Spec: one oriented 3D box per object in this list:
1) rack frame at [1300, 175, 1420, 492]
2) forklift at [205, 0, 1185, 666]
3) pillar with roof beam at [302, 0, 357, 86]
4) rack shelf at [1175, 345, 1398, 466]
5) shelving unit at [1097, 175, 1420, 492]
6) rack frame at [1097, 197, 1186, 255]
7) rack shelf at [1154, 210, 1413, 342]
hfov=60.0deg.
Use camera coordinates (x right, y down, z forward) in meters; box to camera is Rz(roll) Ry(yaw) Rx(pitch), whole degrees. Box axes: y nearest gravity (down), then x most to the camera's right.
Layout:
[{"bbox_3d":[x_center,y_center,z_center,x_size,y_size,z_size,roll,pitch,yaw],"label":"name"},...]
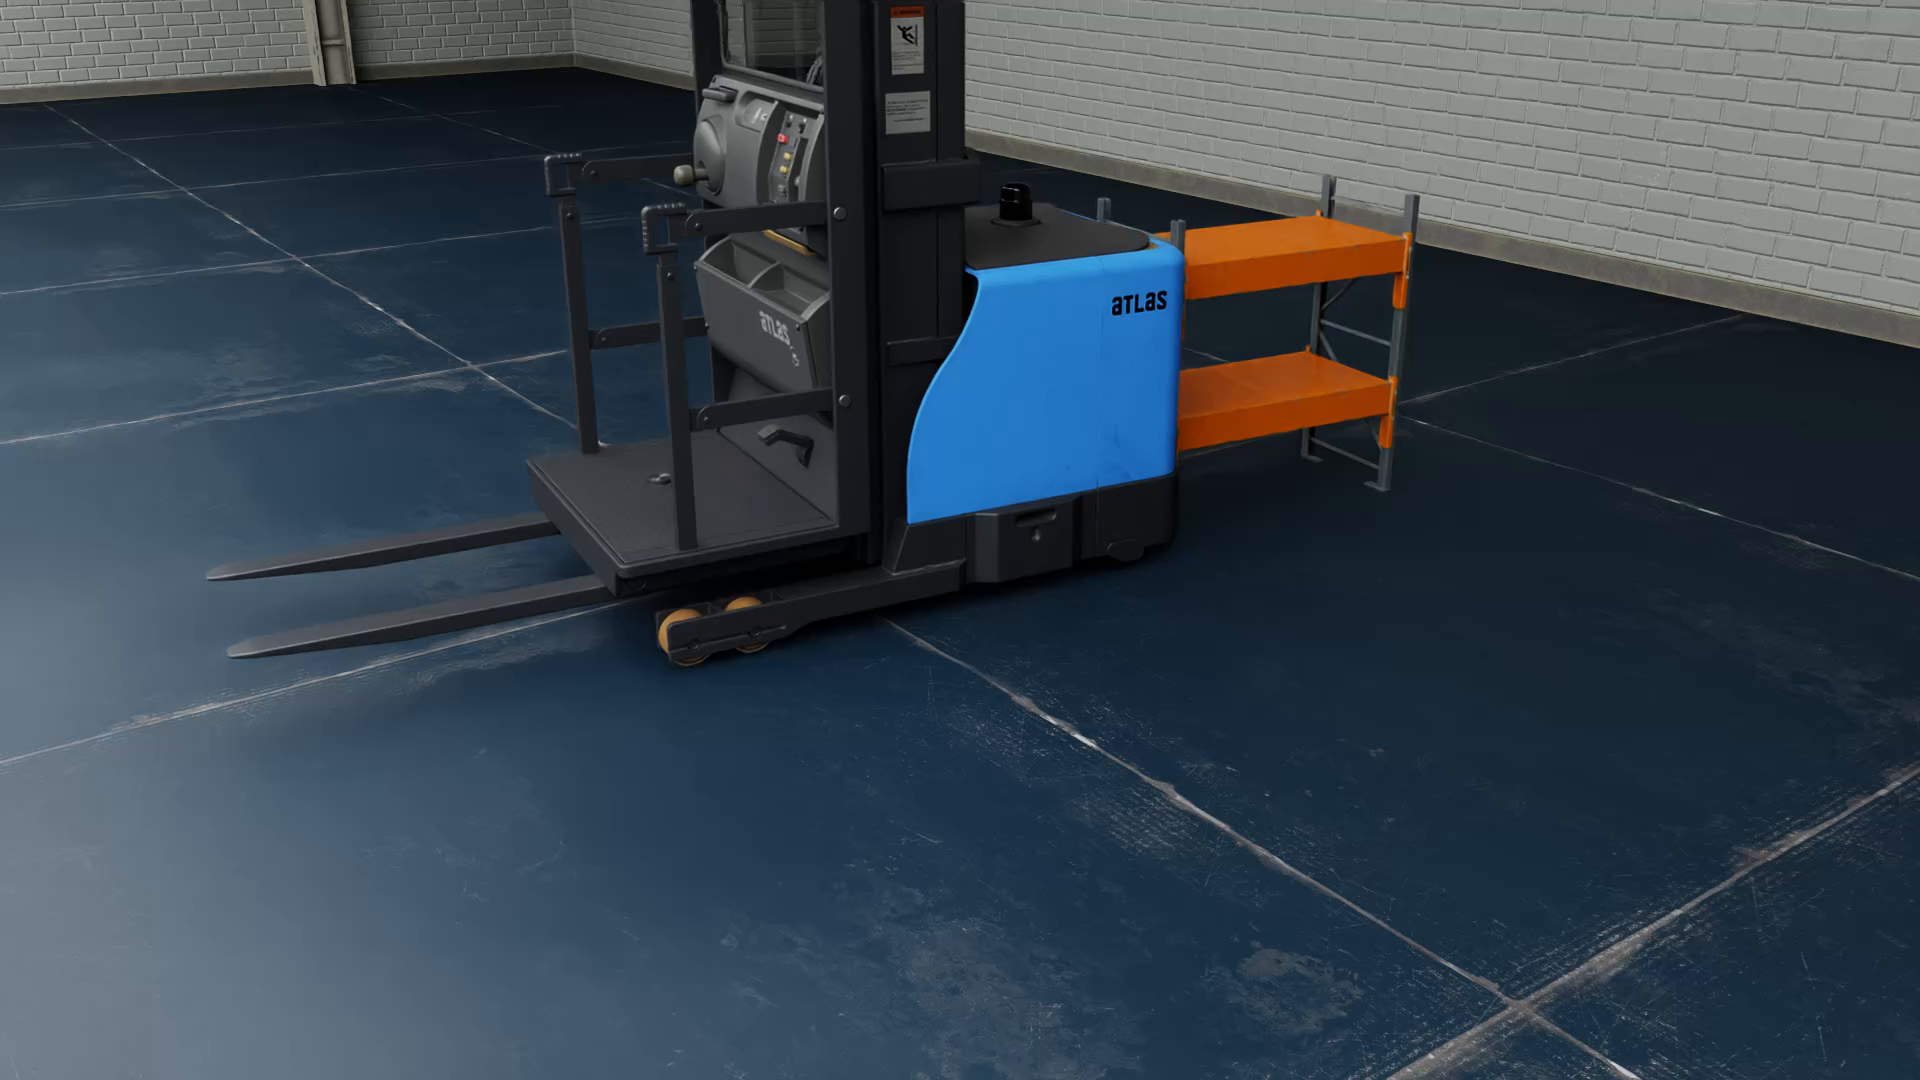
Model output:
[{"bbox_3d":[1.516,-0.790,6.358,0.032,1.125,0.500,-11,24,-26],"label":"rack frame"},{"bbox_3d":[-0.798,-1.209,4.973,3.031,2.935,1.130,-11,24,-26],"label":"forklift"},{"bbox_3d":[-4.587,-8.073,13.987,0.400,9.000,9.100,-15,26,-33],"label":"pillar with roof beam"},{"bbox_3d":[1.068,-0.474,6.227,1.000,0.278,0.538,-11,24,-26],"label":"rack shelf"},{"bbox_3d":[1.068,-0.701,6.136,1.048,1.125,0.538,-11,24,-26],"label":"shelving unit"},{"bbox_3d":[0.619,-0.613,5.914,0.032,1.125,0.500,-11,24,-26],"label":"rack frame"},{"bbox_3d":[1.068,-0.973,6.027,1.000,0.278,0.538,-11,24,-26],"label":"rack shelf"}]
